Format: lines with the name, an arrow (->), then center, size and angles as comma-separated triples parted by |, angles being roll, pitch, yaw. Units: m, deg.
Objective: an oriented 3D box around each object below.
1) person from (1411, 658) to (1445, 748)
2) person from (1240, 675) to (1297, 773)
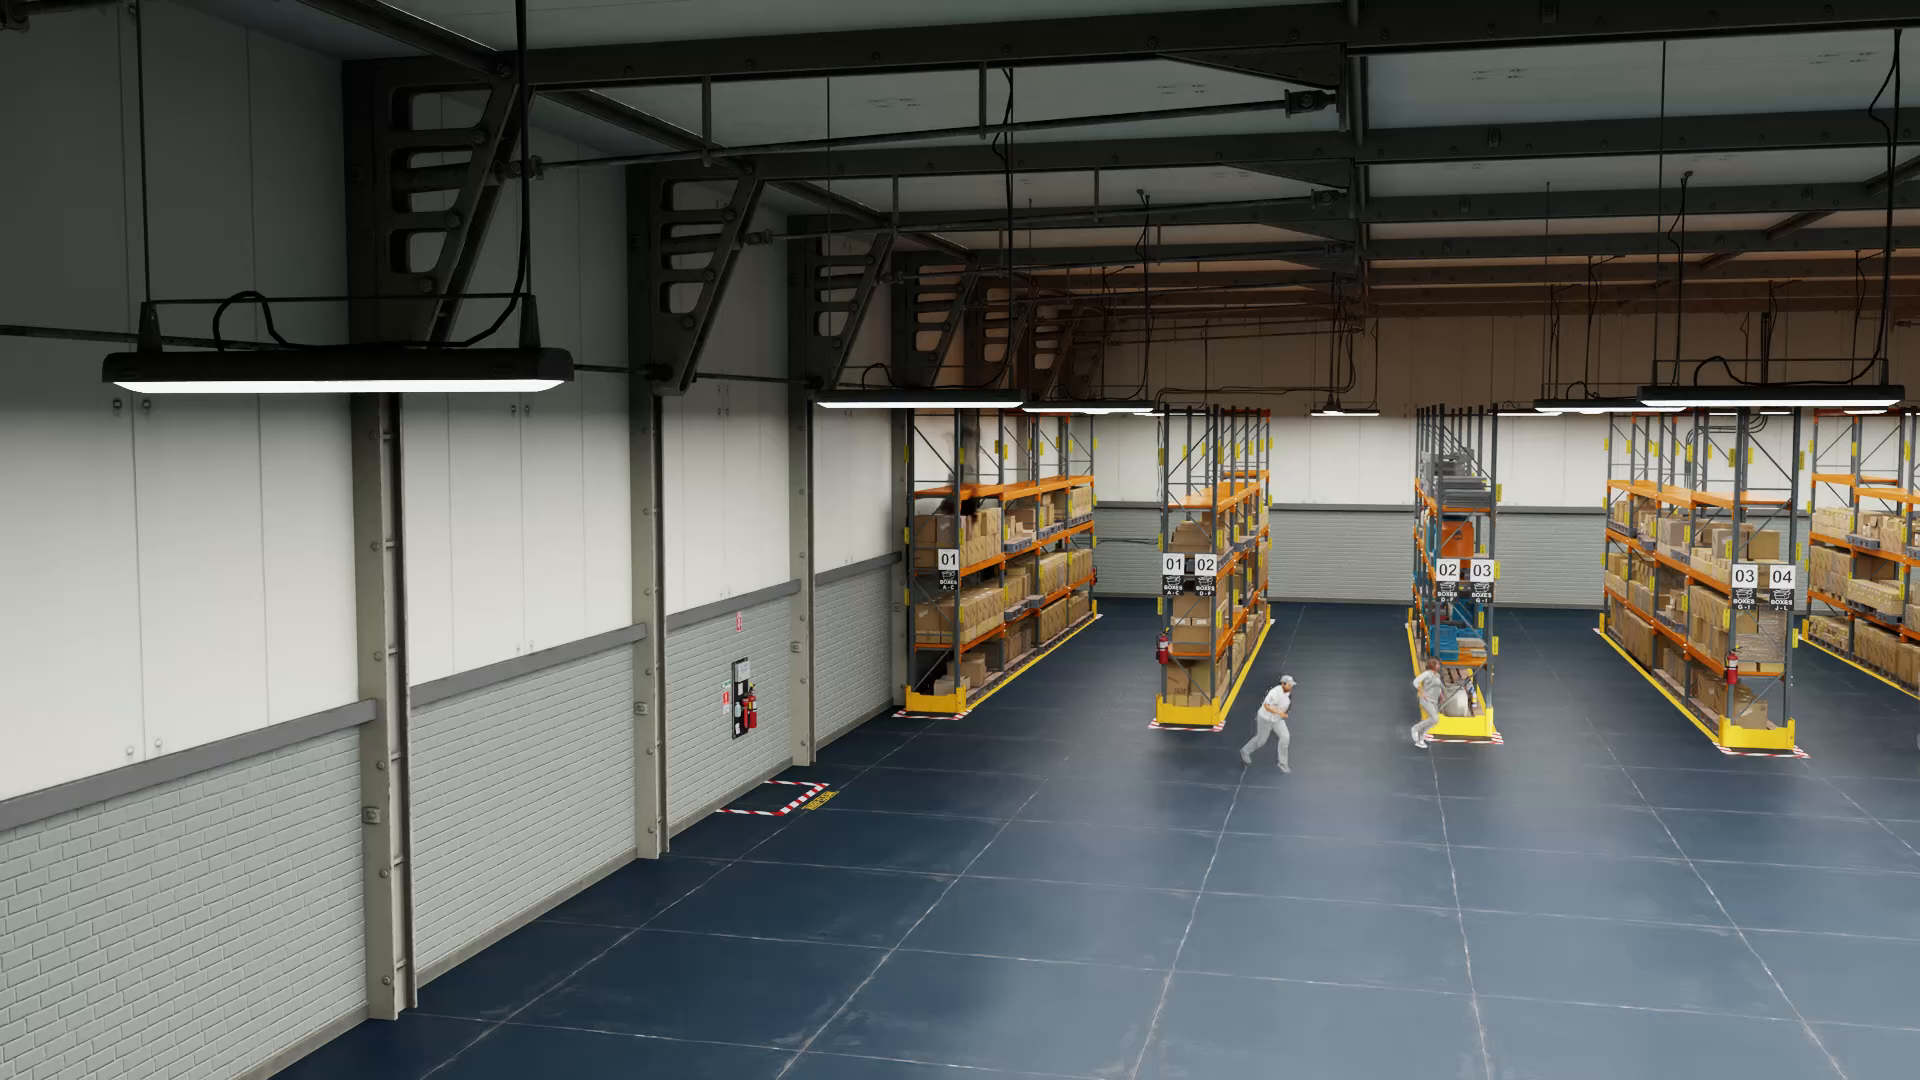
person -> 8.234, 2.844, 29.101 | 0.575, 1.543, 0.491 | -4, 6, -44
person -> 5.053, 2.981, 27.203 | 1.036, 1.627, 0.648 | 4, 6, 42
